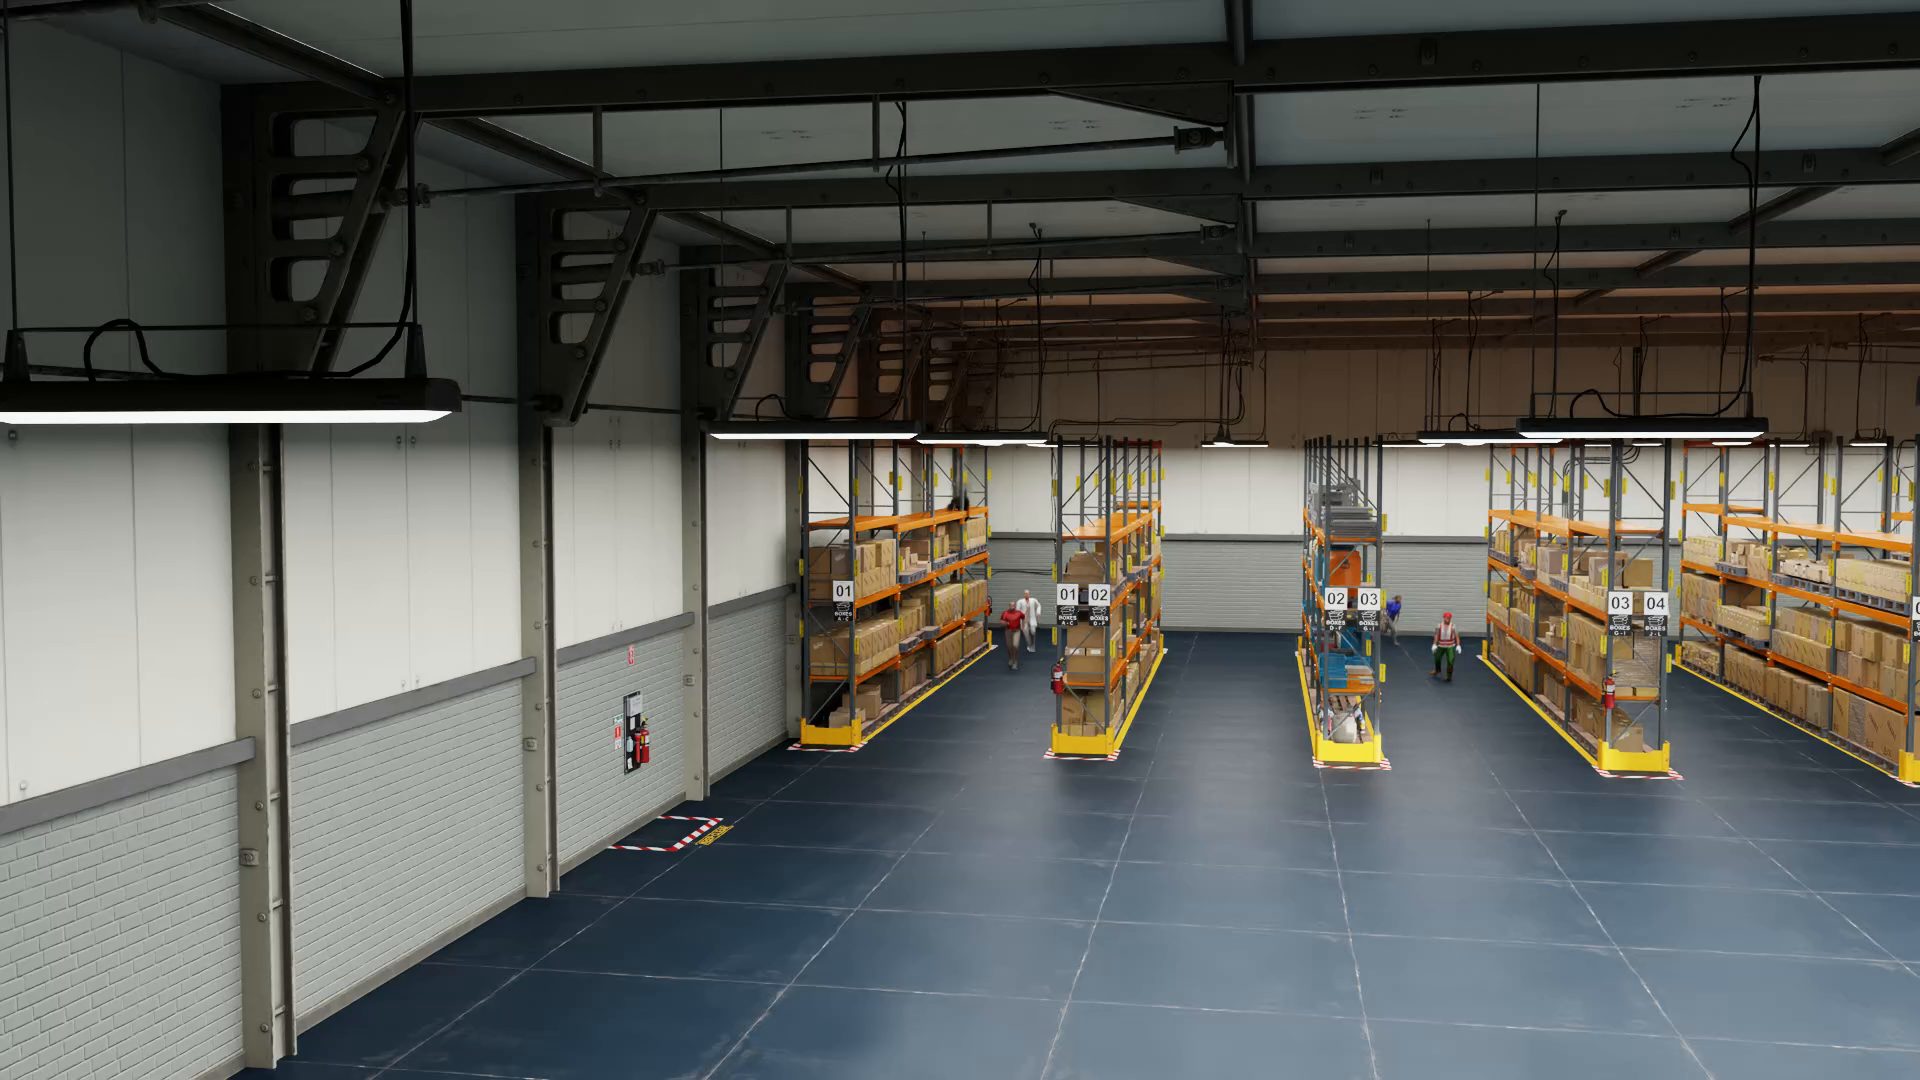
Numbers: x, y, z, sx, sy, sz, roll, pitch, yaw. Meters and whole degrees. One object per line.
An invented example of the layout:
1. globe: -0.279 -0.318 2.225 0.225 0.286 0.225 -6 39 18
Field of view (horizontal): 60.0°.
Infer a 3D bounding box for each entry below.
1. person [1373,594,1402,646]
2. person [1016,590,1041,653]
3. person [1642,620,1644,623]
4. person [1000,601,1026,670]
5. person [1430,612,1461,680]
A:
1. person: 12.566 2.324 48.903 0.571 1.514 1.012 -2 4 -31
2. person: 1.937 2.305 47.087 0.688 1.777 0.715 0 3 4
3. person: 18.870 2.403 45.502 0.635 1.703 0.681 -1 3 -20
4. person: 1.384 2.498 43.715 0.652 1.791 0.883 0 3 8
5. person: 12.110 2.624 41.436 0.810 1.709 0.703 1 3 26
